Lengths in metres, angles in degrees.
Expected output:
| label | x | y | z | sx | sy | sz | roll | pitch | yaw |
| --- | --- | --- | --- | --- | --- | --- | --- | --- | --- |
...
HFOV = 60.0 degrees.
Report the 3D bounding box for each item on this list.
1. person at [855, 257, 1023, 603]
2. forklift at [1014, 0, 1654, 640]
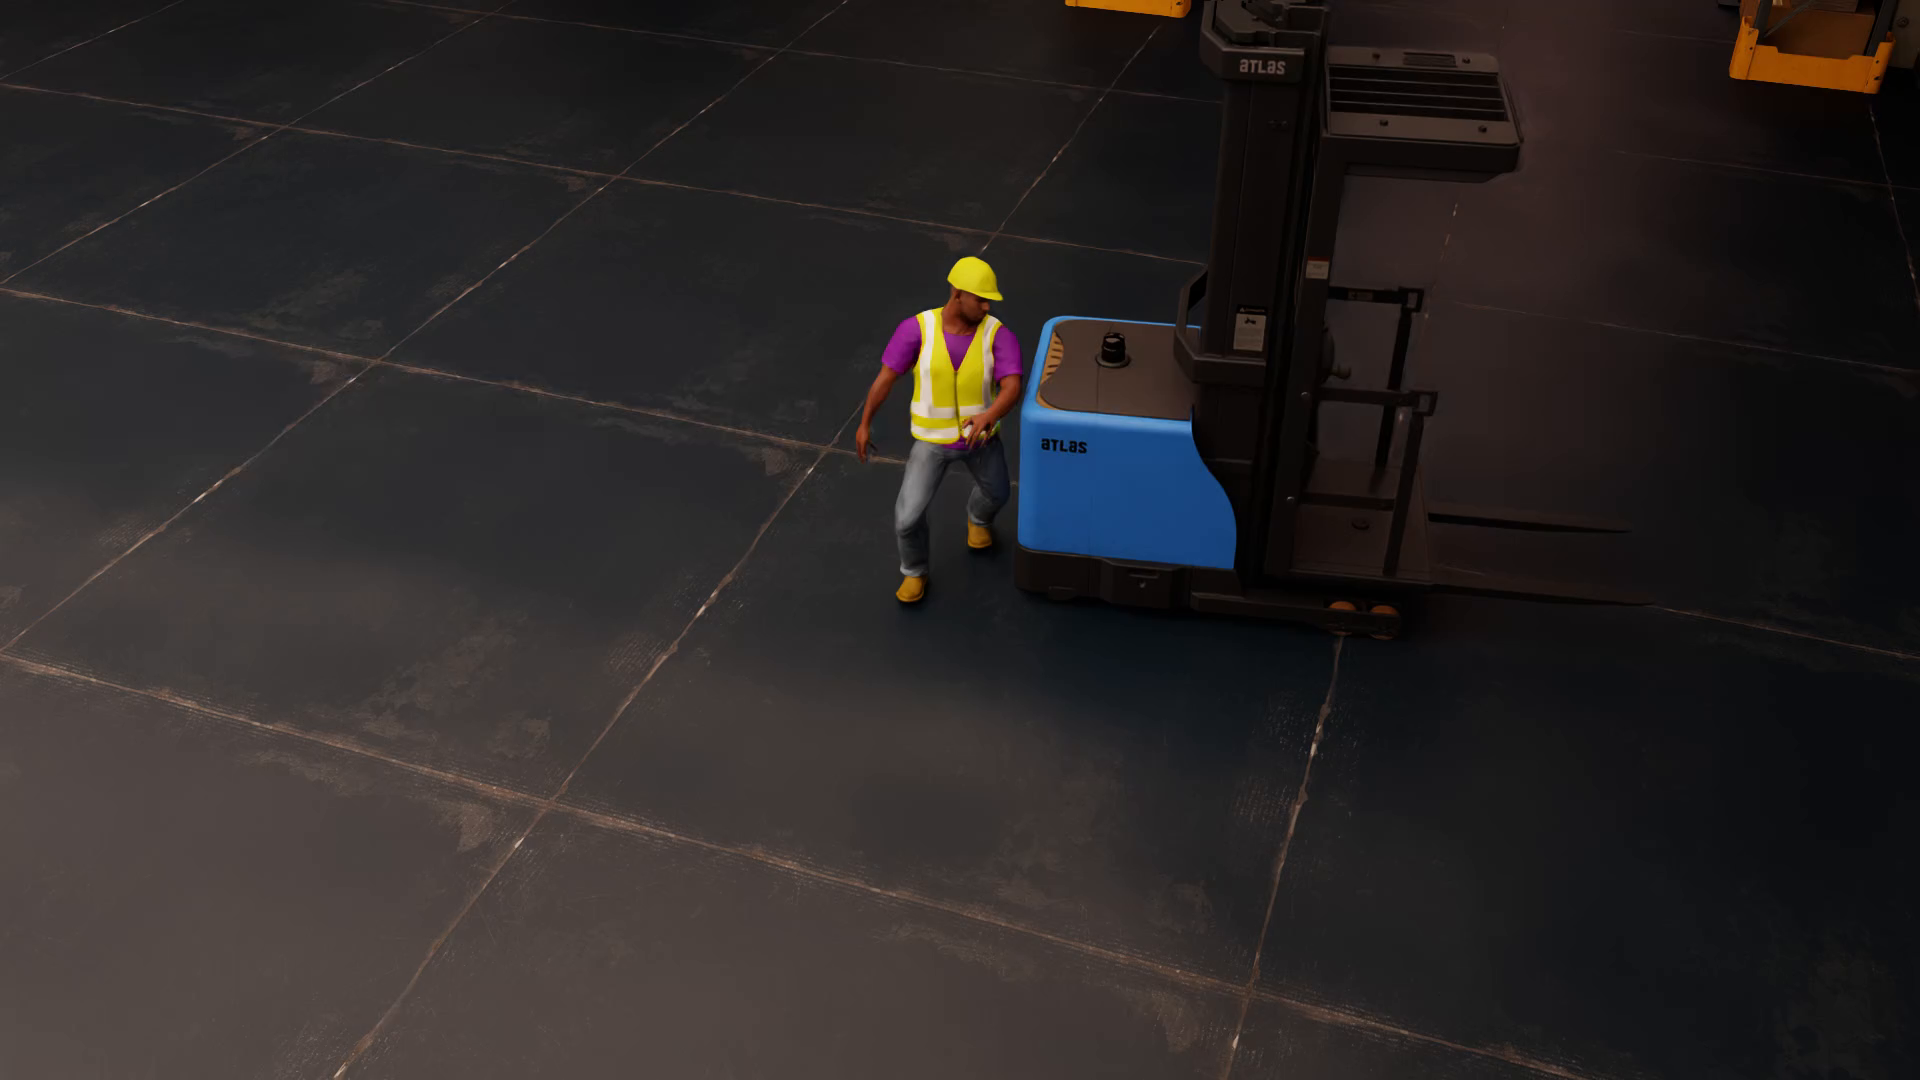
| label | x | y | z | sx | sy | sz | roll | pitch | yaw |
| --- | --- | --- | --- | --- | --- | --- | --- | --- | --- |
| person | -0.090 | -0.482 | 7.902 | 0.799 | 1.651 | 0.868 | -8 | 36 | -11 |
| forklift | 1.832 | -1.049 | 7.591 | 3.031 | 2.935 | 1.130 | 6 | 36 | 8 |
